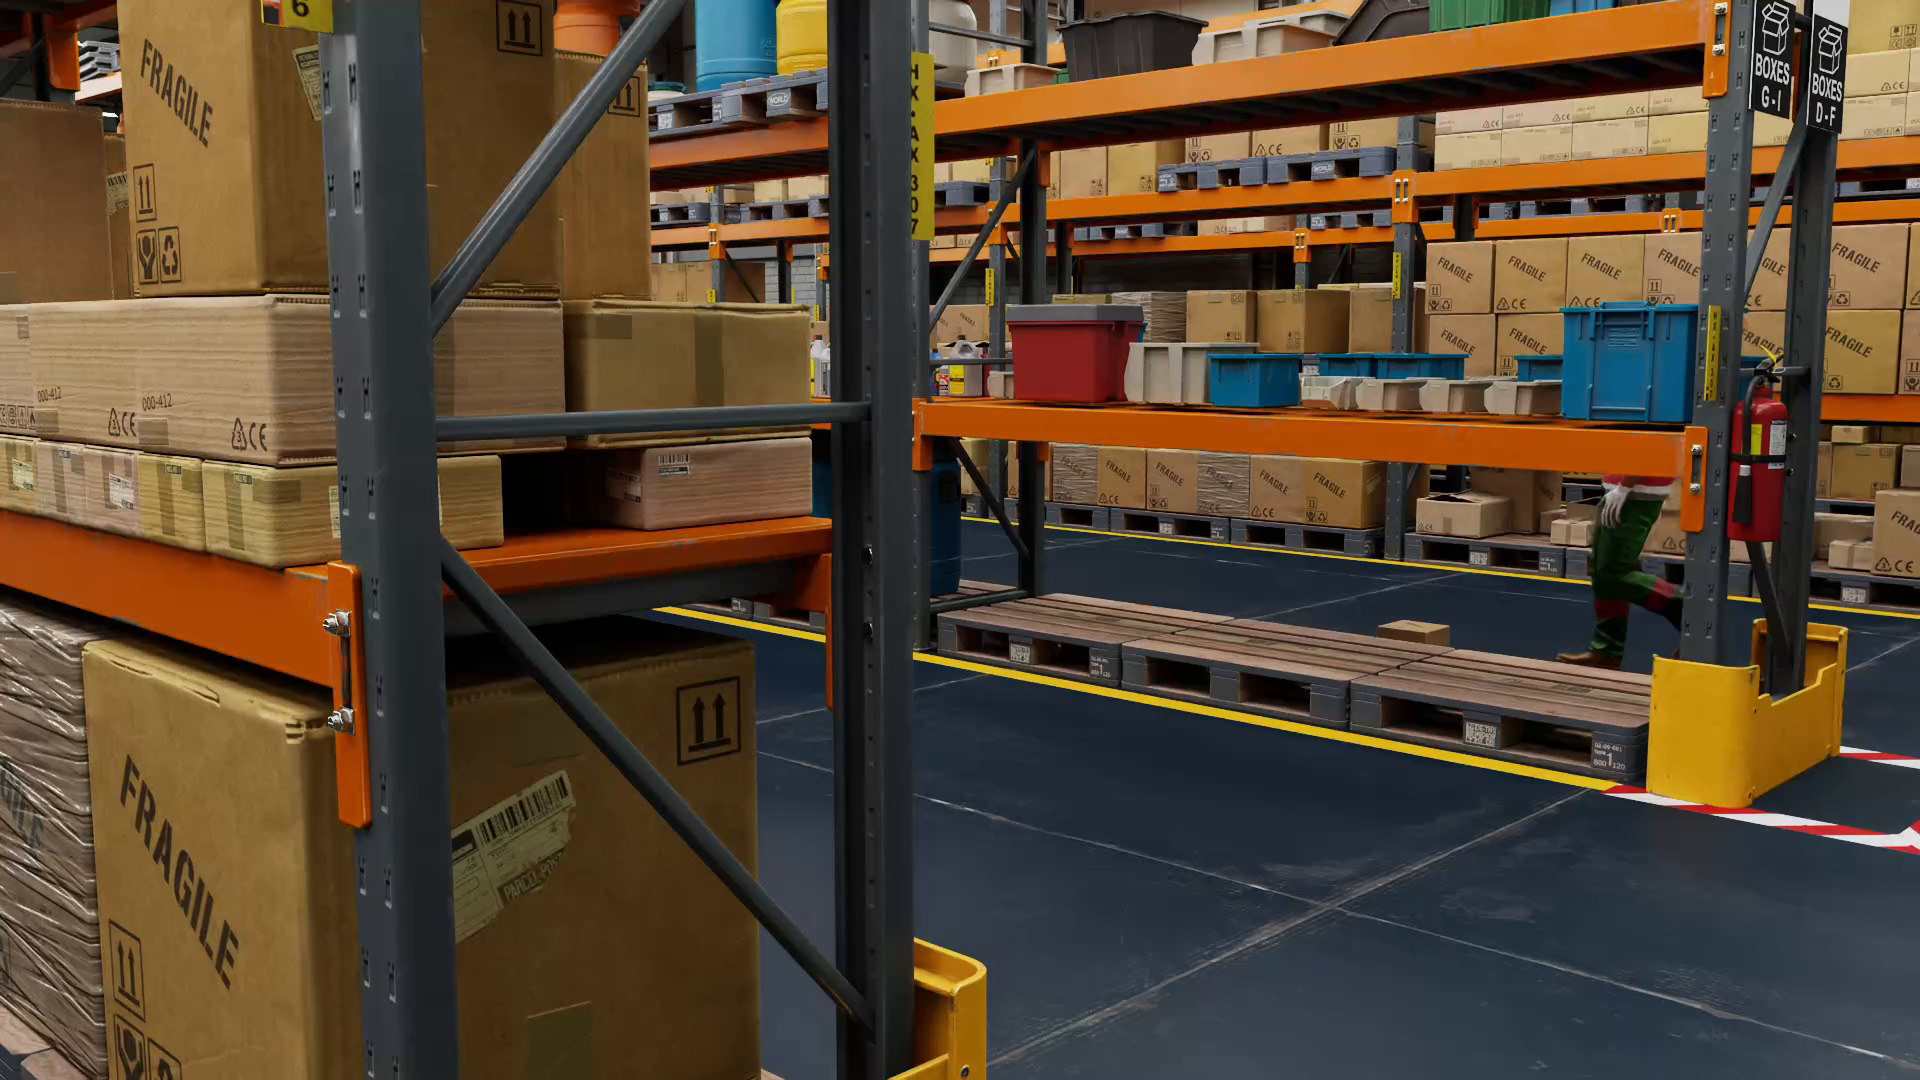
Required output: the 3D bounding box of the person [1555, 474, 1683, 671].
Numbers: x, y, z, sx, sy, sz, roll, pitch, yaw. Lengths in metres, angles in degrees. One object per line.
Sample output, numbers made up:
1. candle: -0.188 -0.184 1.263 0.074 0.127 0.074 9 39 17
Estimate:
1. person: 3.251 -0.220 7.905 0.715 1.768 0.591 2 7 15
